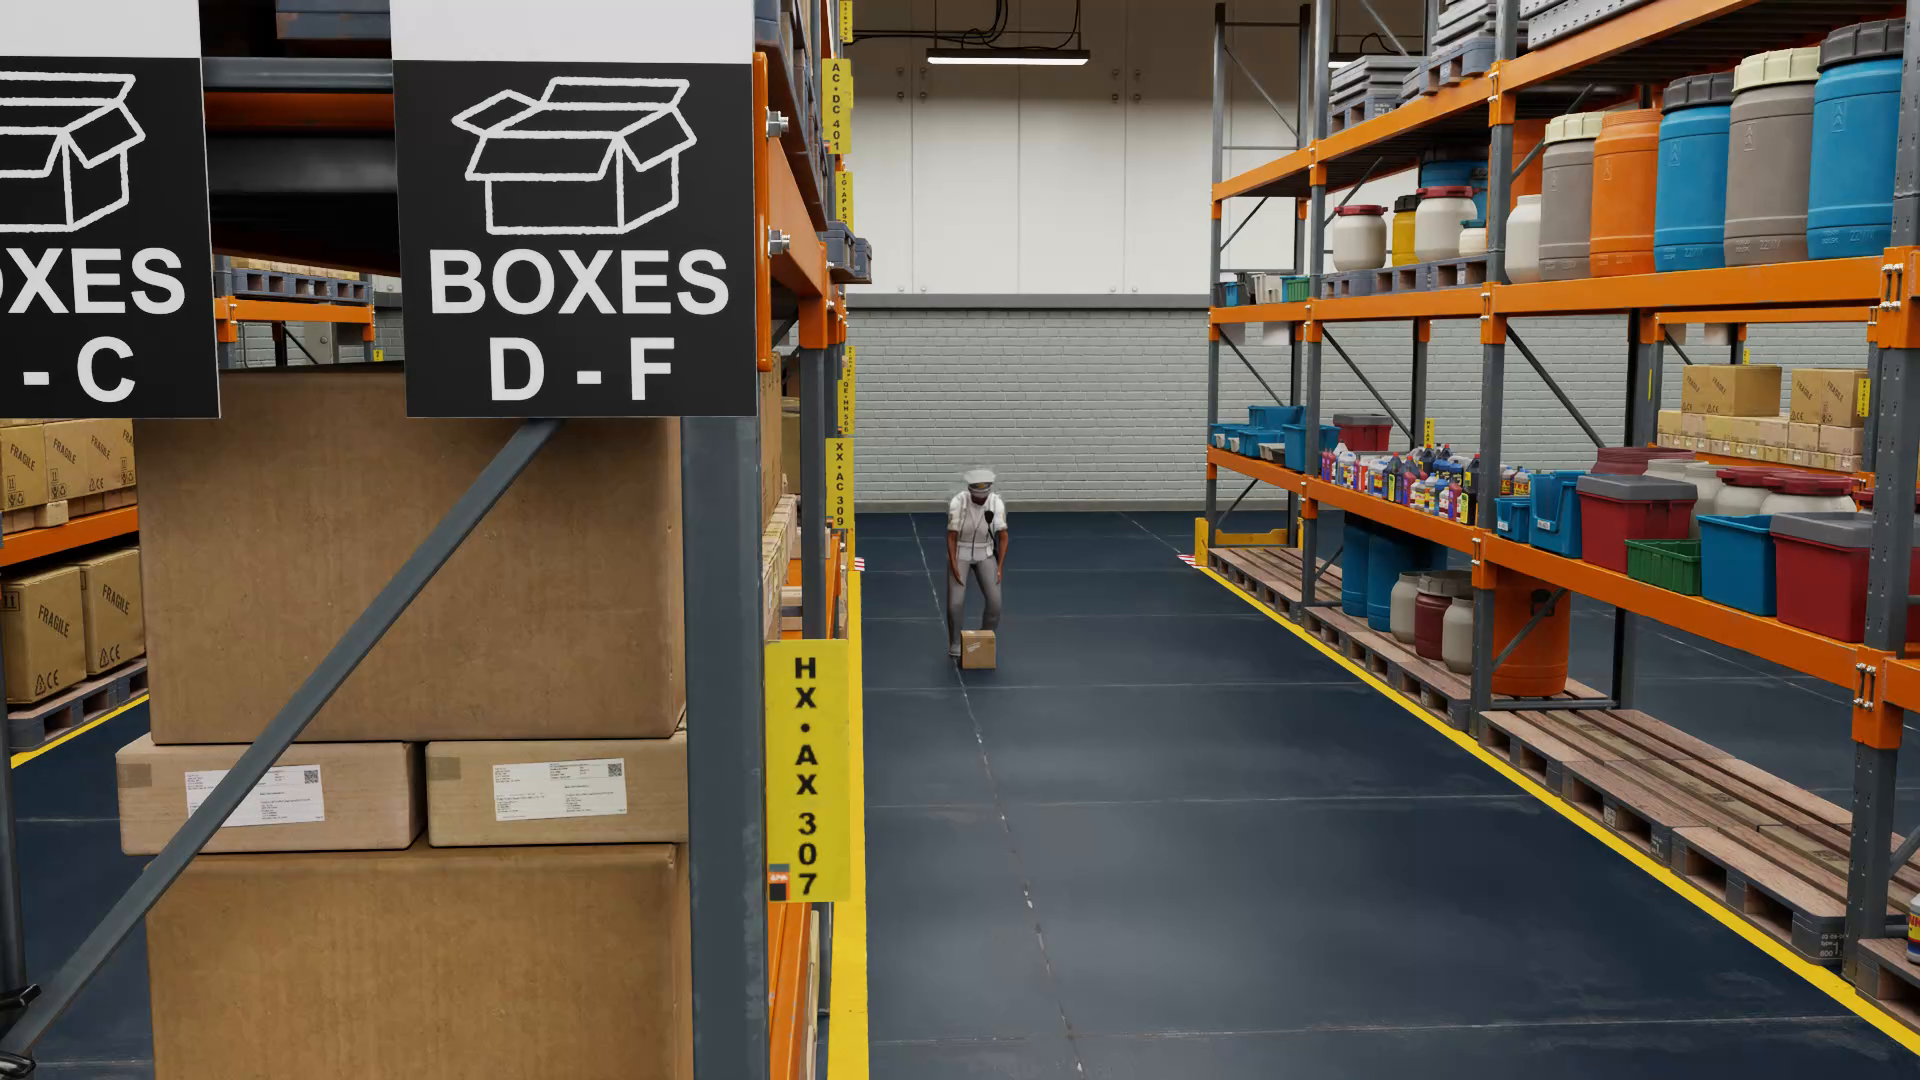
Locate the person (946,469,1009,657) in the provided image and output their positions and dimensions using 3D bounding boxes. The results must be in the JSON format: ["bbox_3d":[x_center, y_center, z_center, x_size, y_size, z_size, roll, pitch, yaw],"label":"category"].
[{"bbox_3d":[0.137,0.178,13.079,0.490,1.487,0.628,0,7,-3],"label":"person"}]
